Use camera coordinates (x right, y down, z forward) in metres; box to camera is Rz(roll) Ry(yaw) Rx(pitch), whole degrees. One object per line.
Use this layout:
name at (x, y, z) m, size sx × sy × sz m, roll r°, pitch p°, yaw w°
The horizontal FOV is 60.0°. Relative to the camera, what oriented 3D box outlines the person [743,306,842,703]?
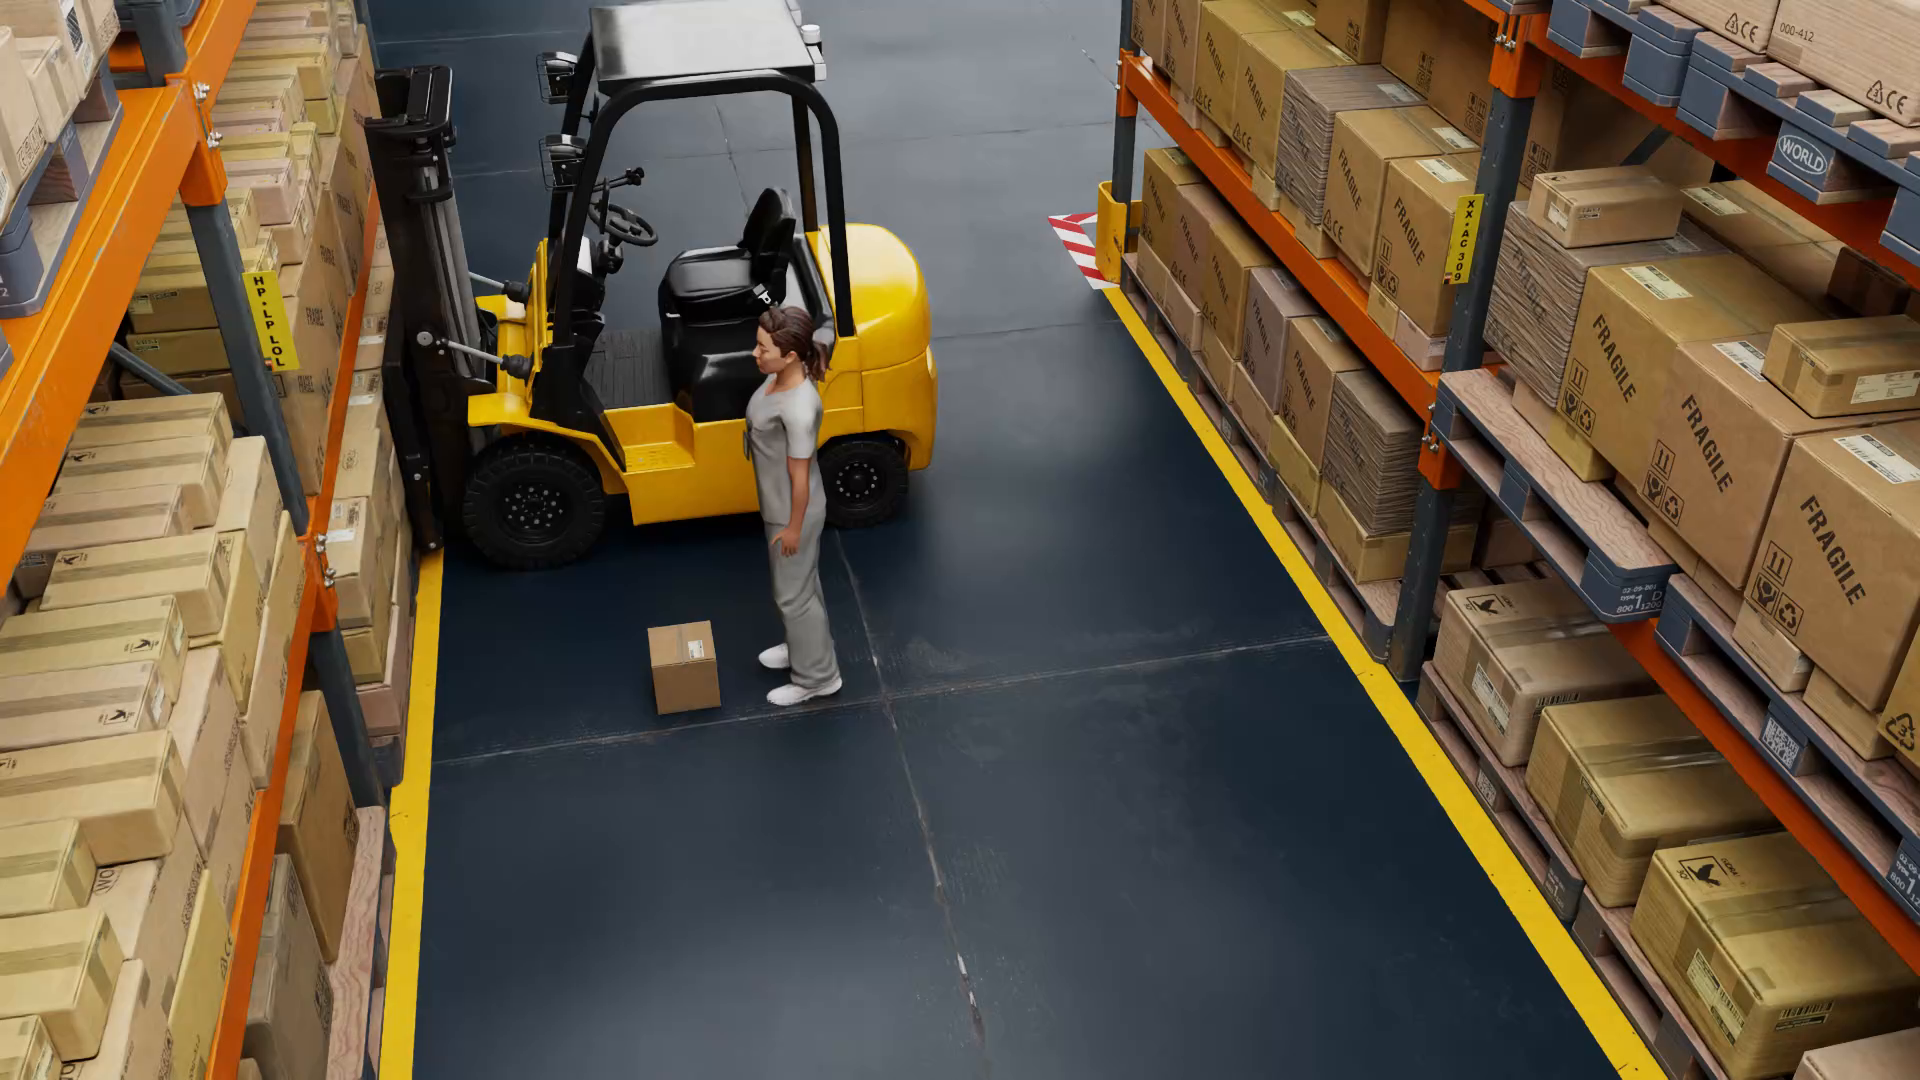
person at (-0.631, -0.120, 6.345) m, size 0.355 × 1.690 × 0.438 m, roll -7°, pitch 35°, yaw -10°
